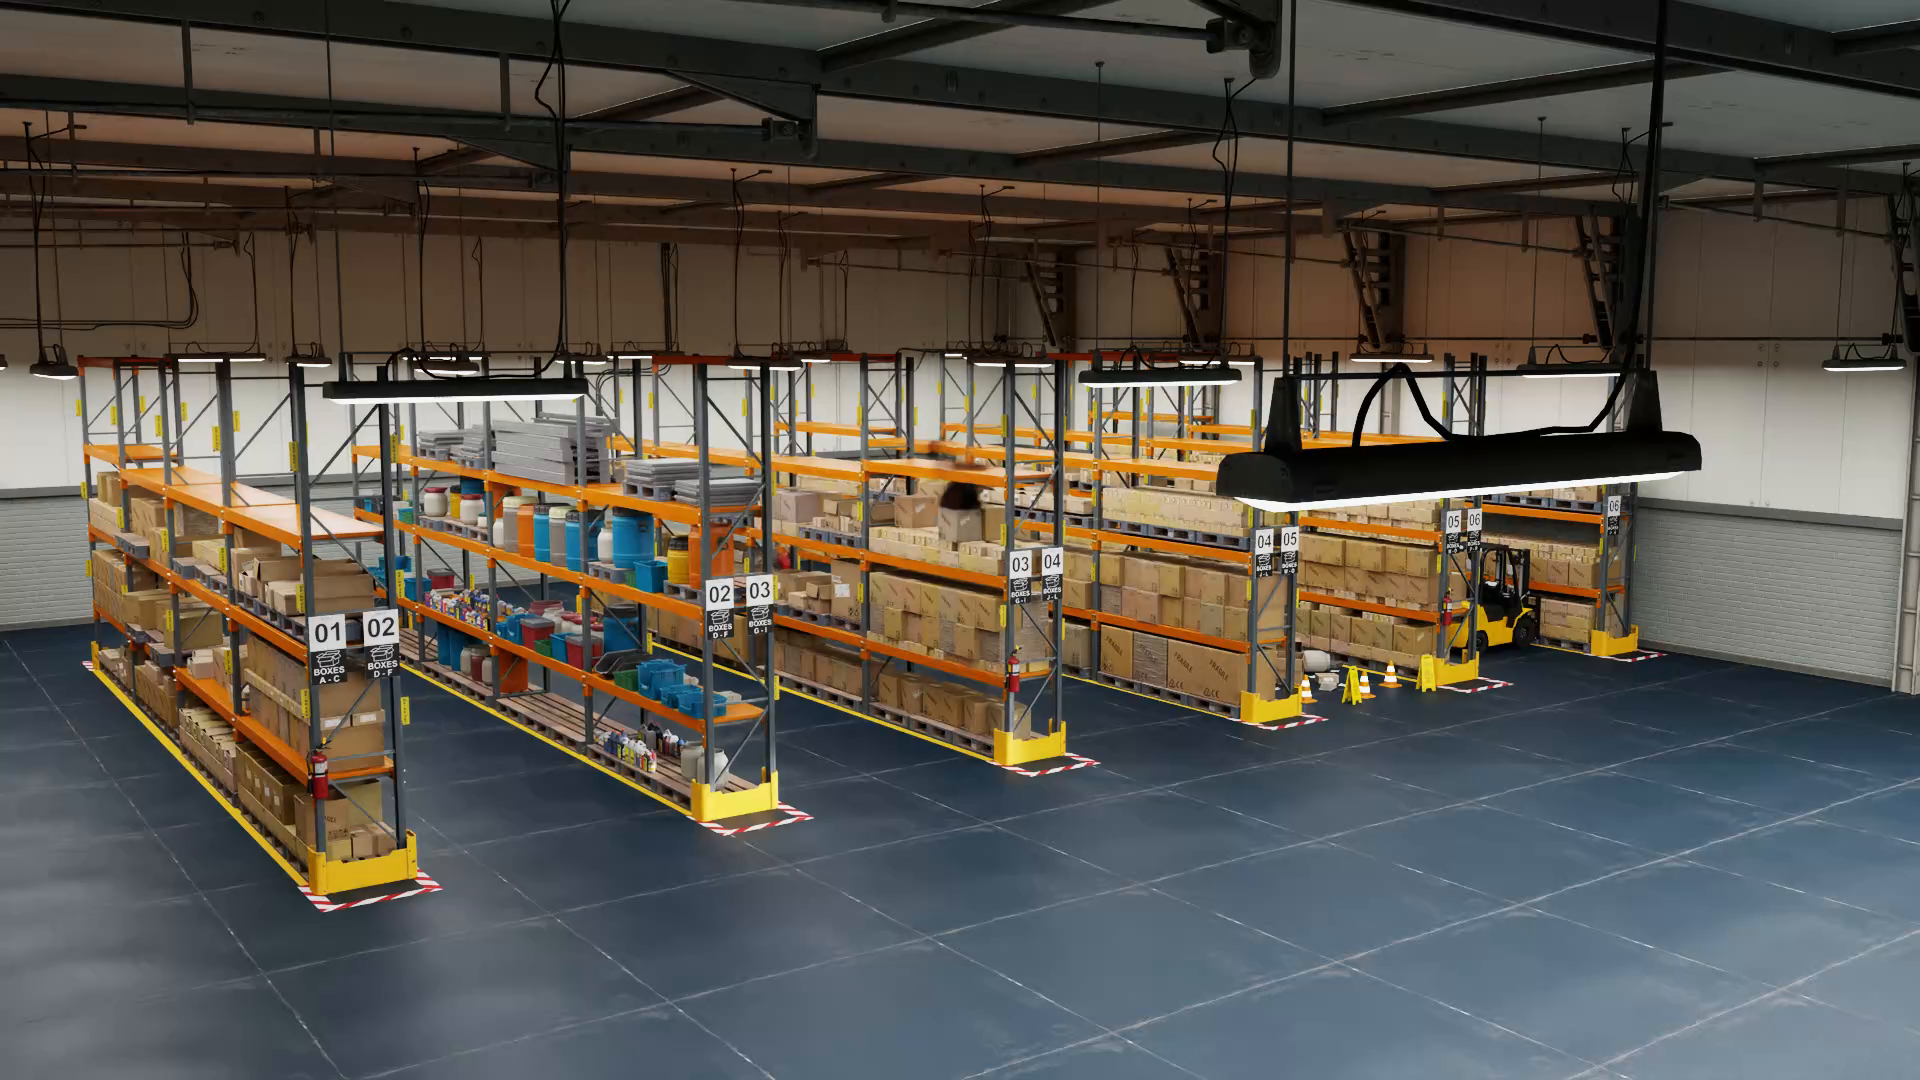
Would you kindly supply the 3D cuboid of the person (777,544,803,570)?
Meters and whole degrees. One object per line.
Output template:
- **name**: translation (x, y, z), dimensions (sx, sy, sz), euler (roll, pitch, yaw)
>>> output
- **person**: translation (-3.844, 0.962, 37.345), dimensions (0.644, 1.789, 0.820), euler (-4, 8, -30)
